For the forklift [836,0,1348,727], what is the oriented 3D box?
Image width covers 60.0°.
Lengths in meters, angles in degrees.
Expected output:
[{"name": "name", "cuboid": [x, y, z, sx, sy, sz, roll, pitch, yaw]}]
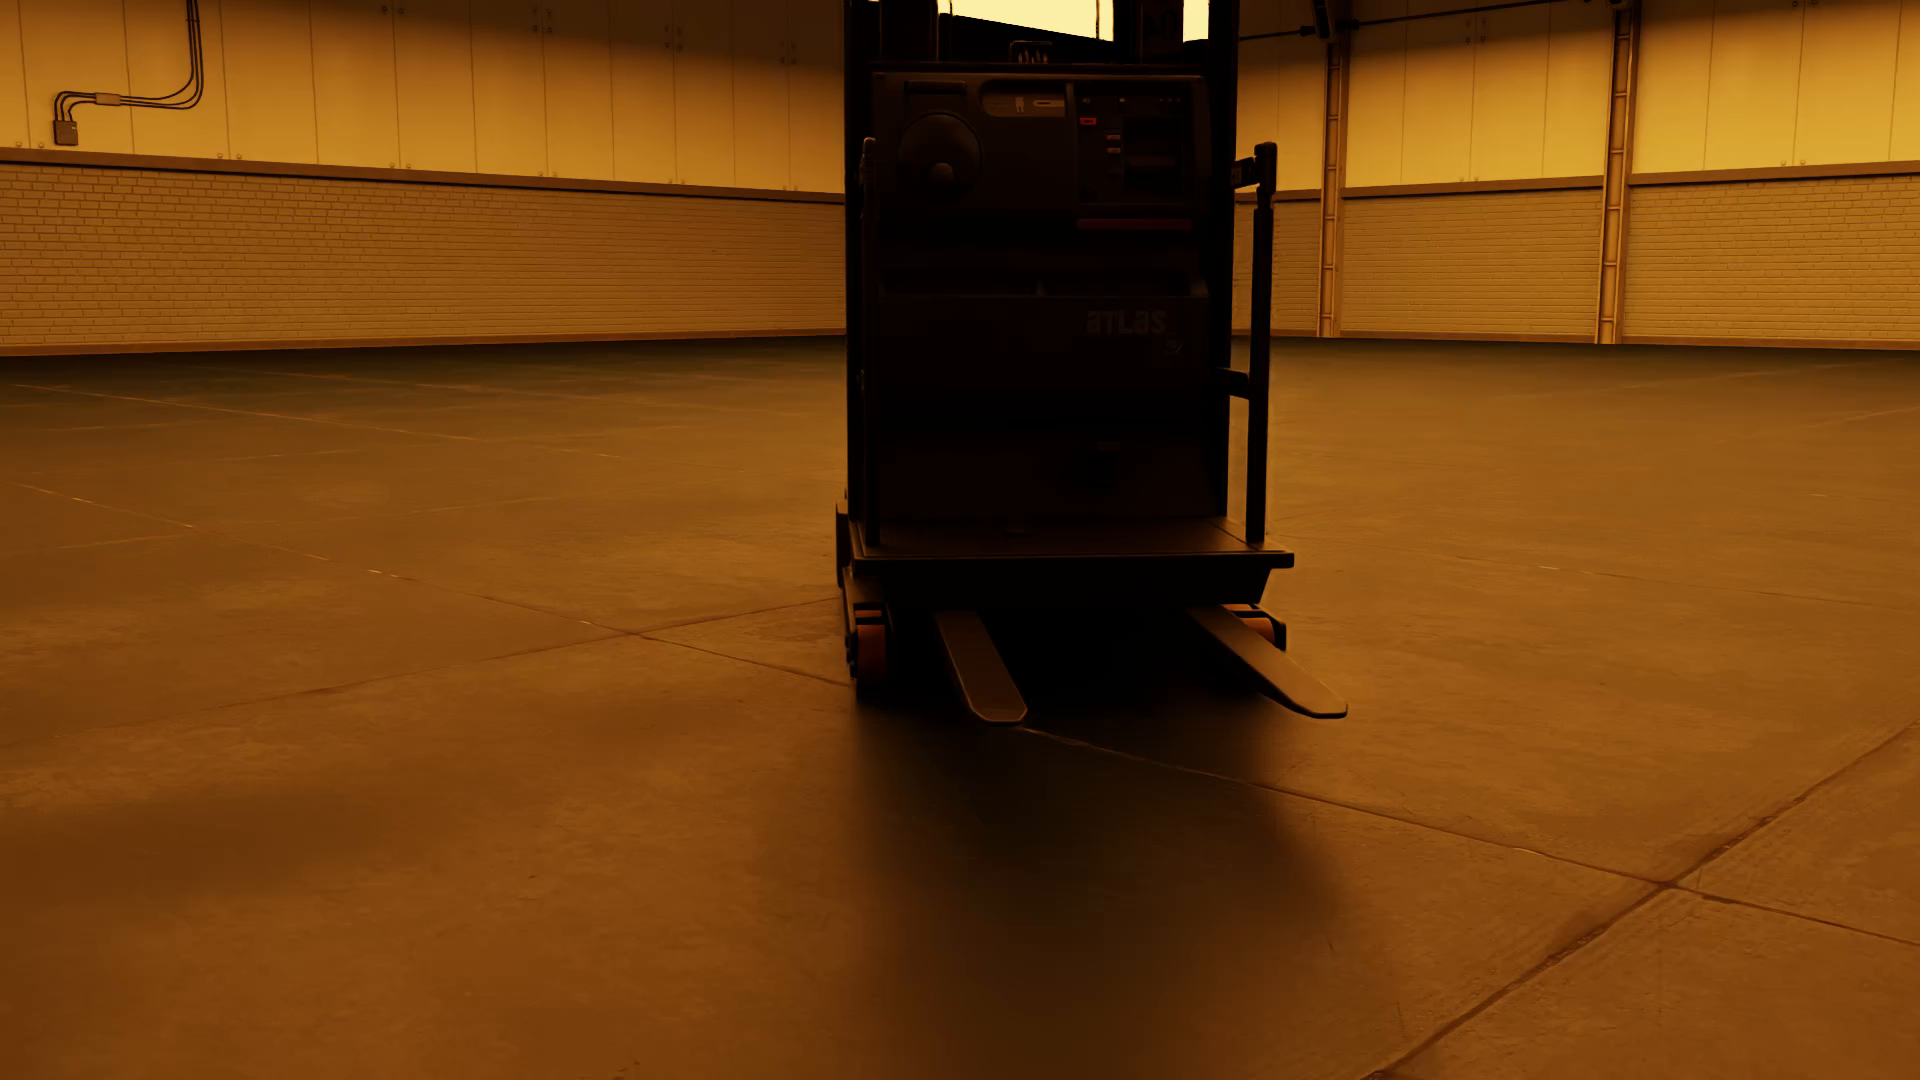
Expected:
[{"name": "forklift", "cuboid": [0.245, -1.126, 4.351, 1.130, 2.935, 3.031, -1, 9, -5]}]
